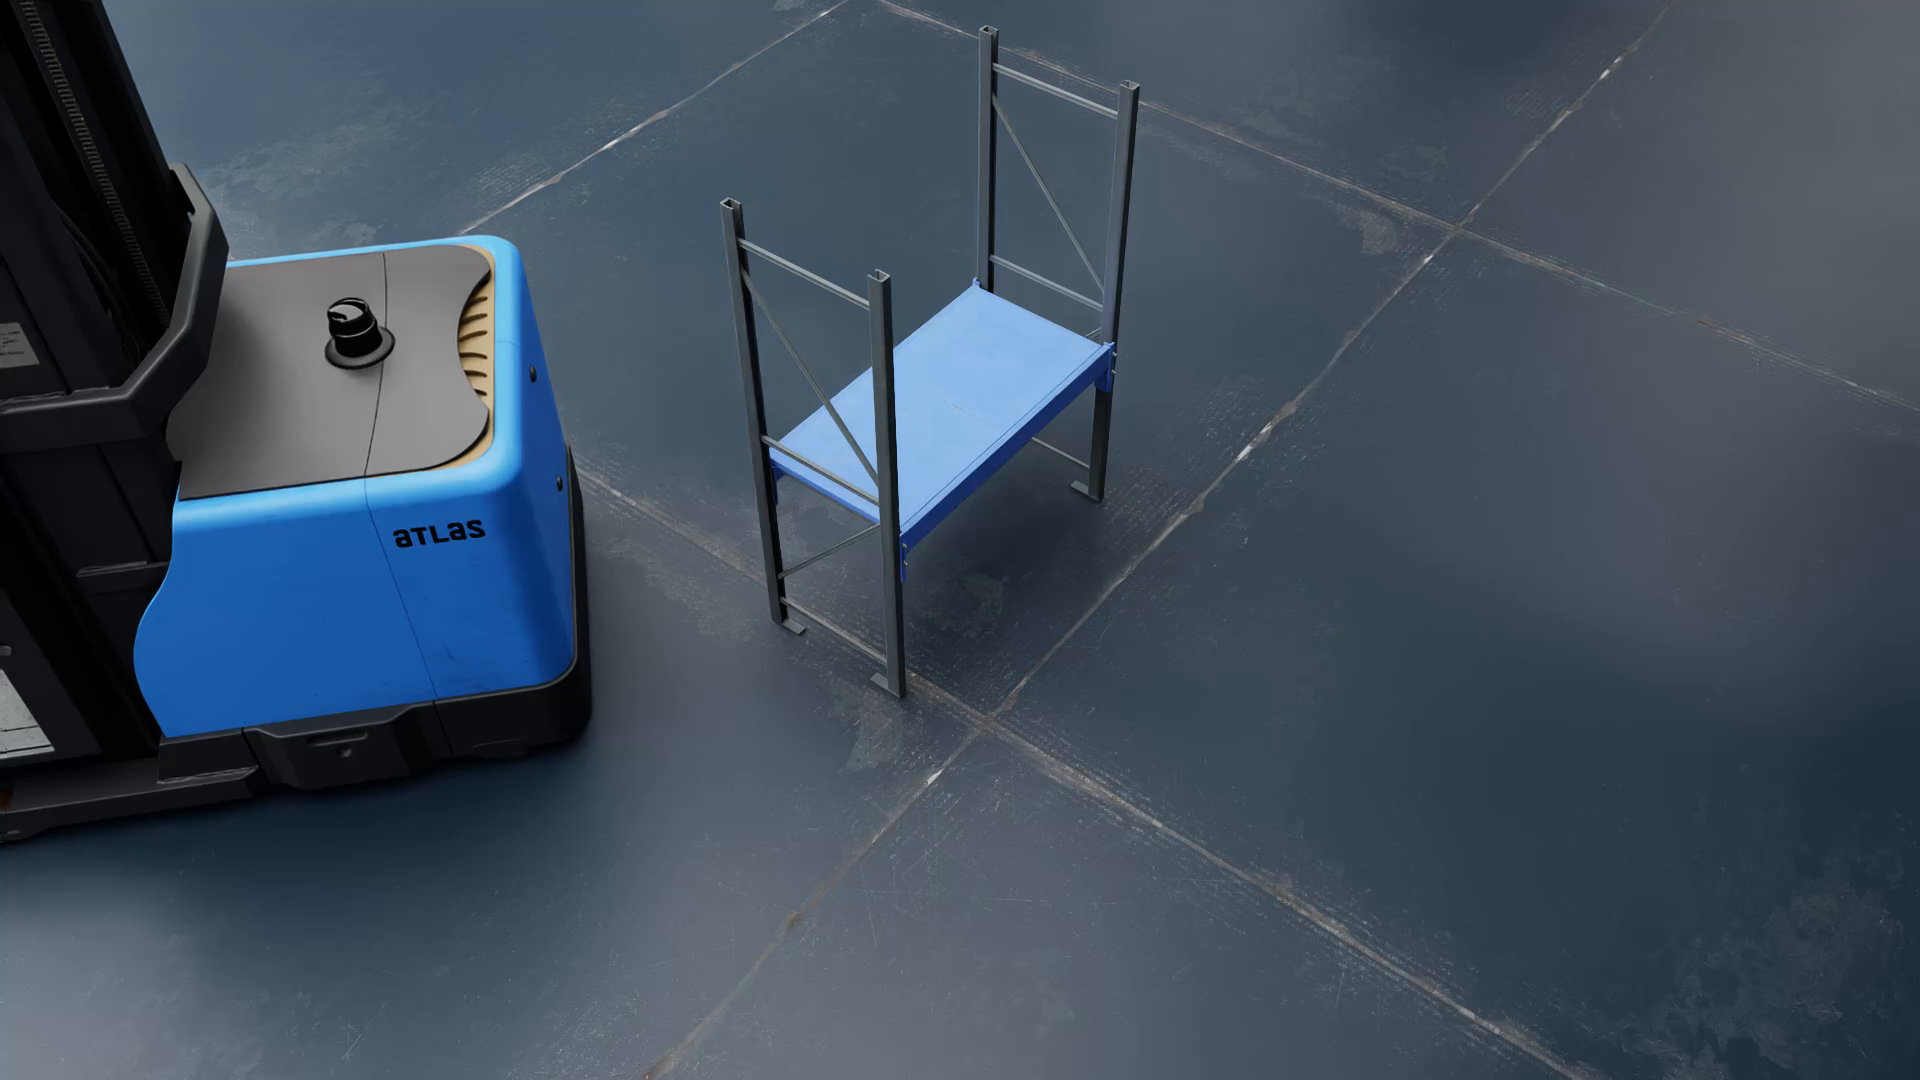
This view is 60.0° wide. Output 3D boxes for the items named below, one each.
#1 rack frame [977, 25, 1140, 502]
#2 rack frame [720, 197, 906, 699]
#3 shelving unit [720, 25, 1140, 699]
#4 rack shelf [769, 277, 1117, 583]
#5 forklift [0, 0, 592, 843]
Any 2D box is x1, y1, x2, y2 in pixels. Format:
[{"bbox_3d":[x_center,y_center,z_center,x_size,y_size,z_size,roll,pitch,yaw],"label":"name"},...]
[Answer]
[{"bbox_3d":[0.259,-0.760,4.939,0.500,1.500,0.032,29,53,25],"label":"rack frame"},{"bbox_3d":[-0.363,-0.178,4.383,0.500,1.500,0.032,29,53,25],"label":"rack frame"},{"bbox_3d":[-0.052,-0.469,4.661,0.538,1.500,1.048,29,53,25],"label":"shelving unit"},{"bbox_3d":[-0.052,-0.345,4.791,0.538,0.185,1.000,29,53,25],"label":"rack shelf"},{"bbox_3d":[-2.606,-0.584,3.780,3.031,2.935,1.130,-8,47,-7],"label":"forklift"}]
